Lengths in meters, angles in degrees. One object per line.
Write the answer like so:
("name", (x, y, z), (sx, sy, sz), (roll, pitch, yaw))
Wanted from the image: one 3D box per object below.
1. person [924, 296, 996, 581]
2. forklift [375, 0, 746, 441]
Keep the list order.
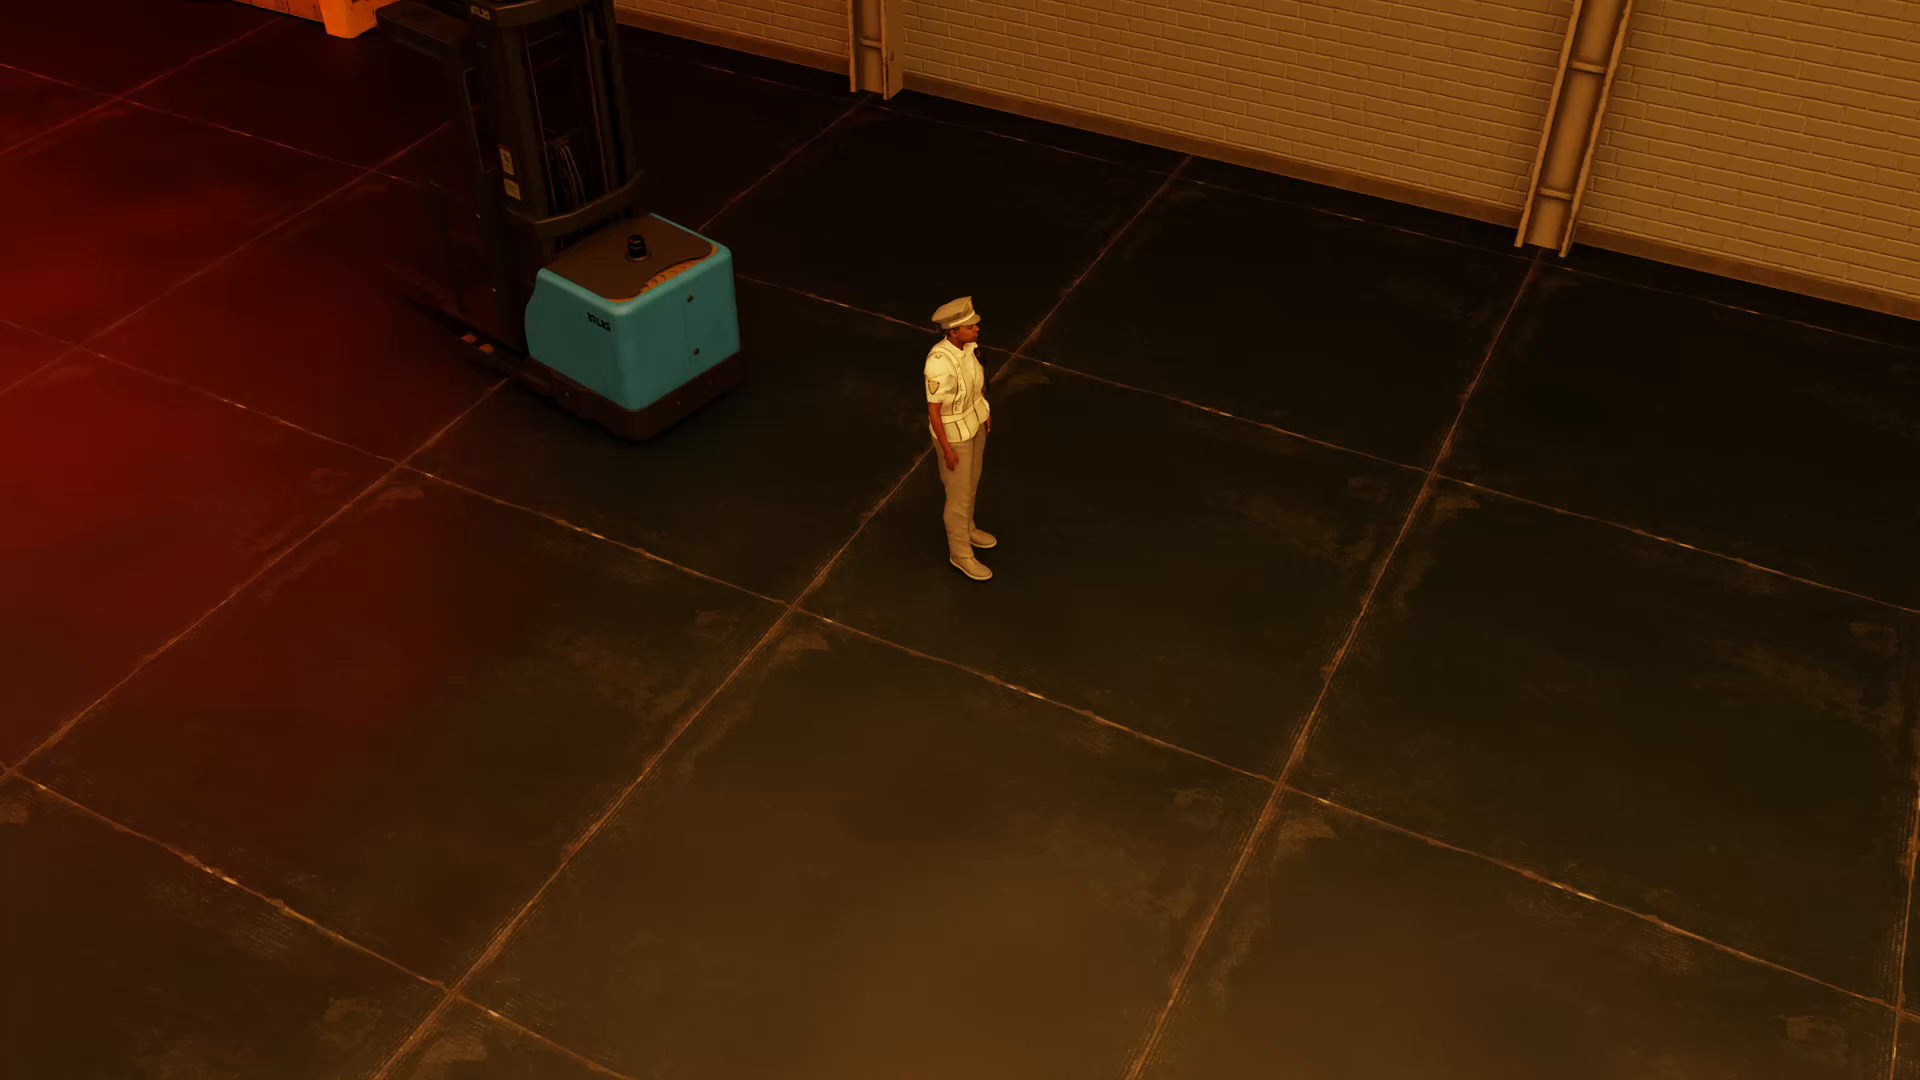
("person", (0.058, -0.620, 9.671), (0.528, 1.695, 0.569), (18, 43, 21))
("forklift", (-2.940, -2.568, 11.036), (3.031, 2.935, 1.130), (28, 47, 29))
